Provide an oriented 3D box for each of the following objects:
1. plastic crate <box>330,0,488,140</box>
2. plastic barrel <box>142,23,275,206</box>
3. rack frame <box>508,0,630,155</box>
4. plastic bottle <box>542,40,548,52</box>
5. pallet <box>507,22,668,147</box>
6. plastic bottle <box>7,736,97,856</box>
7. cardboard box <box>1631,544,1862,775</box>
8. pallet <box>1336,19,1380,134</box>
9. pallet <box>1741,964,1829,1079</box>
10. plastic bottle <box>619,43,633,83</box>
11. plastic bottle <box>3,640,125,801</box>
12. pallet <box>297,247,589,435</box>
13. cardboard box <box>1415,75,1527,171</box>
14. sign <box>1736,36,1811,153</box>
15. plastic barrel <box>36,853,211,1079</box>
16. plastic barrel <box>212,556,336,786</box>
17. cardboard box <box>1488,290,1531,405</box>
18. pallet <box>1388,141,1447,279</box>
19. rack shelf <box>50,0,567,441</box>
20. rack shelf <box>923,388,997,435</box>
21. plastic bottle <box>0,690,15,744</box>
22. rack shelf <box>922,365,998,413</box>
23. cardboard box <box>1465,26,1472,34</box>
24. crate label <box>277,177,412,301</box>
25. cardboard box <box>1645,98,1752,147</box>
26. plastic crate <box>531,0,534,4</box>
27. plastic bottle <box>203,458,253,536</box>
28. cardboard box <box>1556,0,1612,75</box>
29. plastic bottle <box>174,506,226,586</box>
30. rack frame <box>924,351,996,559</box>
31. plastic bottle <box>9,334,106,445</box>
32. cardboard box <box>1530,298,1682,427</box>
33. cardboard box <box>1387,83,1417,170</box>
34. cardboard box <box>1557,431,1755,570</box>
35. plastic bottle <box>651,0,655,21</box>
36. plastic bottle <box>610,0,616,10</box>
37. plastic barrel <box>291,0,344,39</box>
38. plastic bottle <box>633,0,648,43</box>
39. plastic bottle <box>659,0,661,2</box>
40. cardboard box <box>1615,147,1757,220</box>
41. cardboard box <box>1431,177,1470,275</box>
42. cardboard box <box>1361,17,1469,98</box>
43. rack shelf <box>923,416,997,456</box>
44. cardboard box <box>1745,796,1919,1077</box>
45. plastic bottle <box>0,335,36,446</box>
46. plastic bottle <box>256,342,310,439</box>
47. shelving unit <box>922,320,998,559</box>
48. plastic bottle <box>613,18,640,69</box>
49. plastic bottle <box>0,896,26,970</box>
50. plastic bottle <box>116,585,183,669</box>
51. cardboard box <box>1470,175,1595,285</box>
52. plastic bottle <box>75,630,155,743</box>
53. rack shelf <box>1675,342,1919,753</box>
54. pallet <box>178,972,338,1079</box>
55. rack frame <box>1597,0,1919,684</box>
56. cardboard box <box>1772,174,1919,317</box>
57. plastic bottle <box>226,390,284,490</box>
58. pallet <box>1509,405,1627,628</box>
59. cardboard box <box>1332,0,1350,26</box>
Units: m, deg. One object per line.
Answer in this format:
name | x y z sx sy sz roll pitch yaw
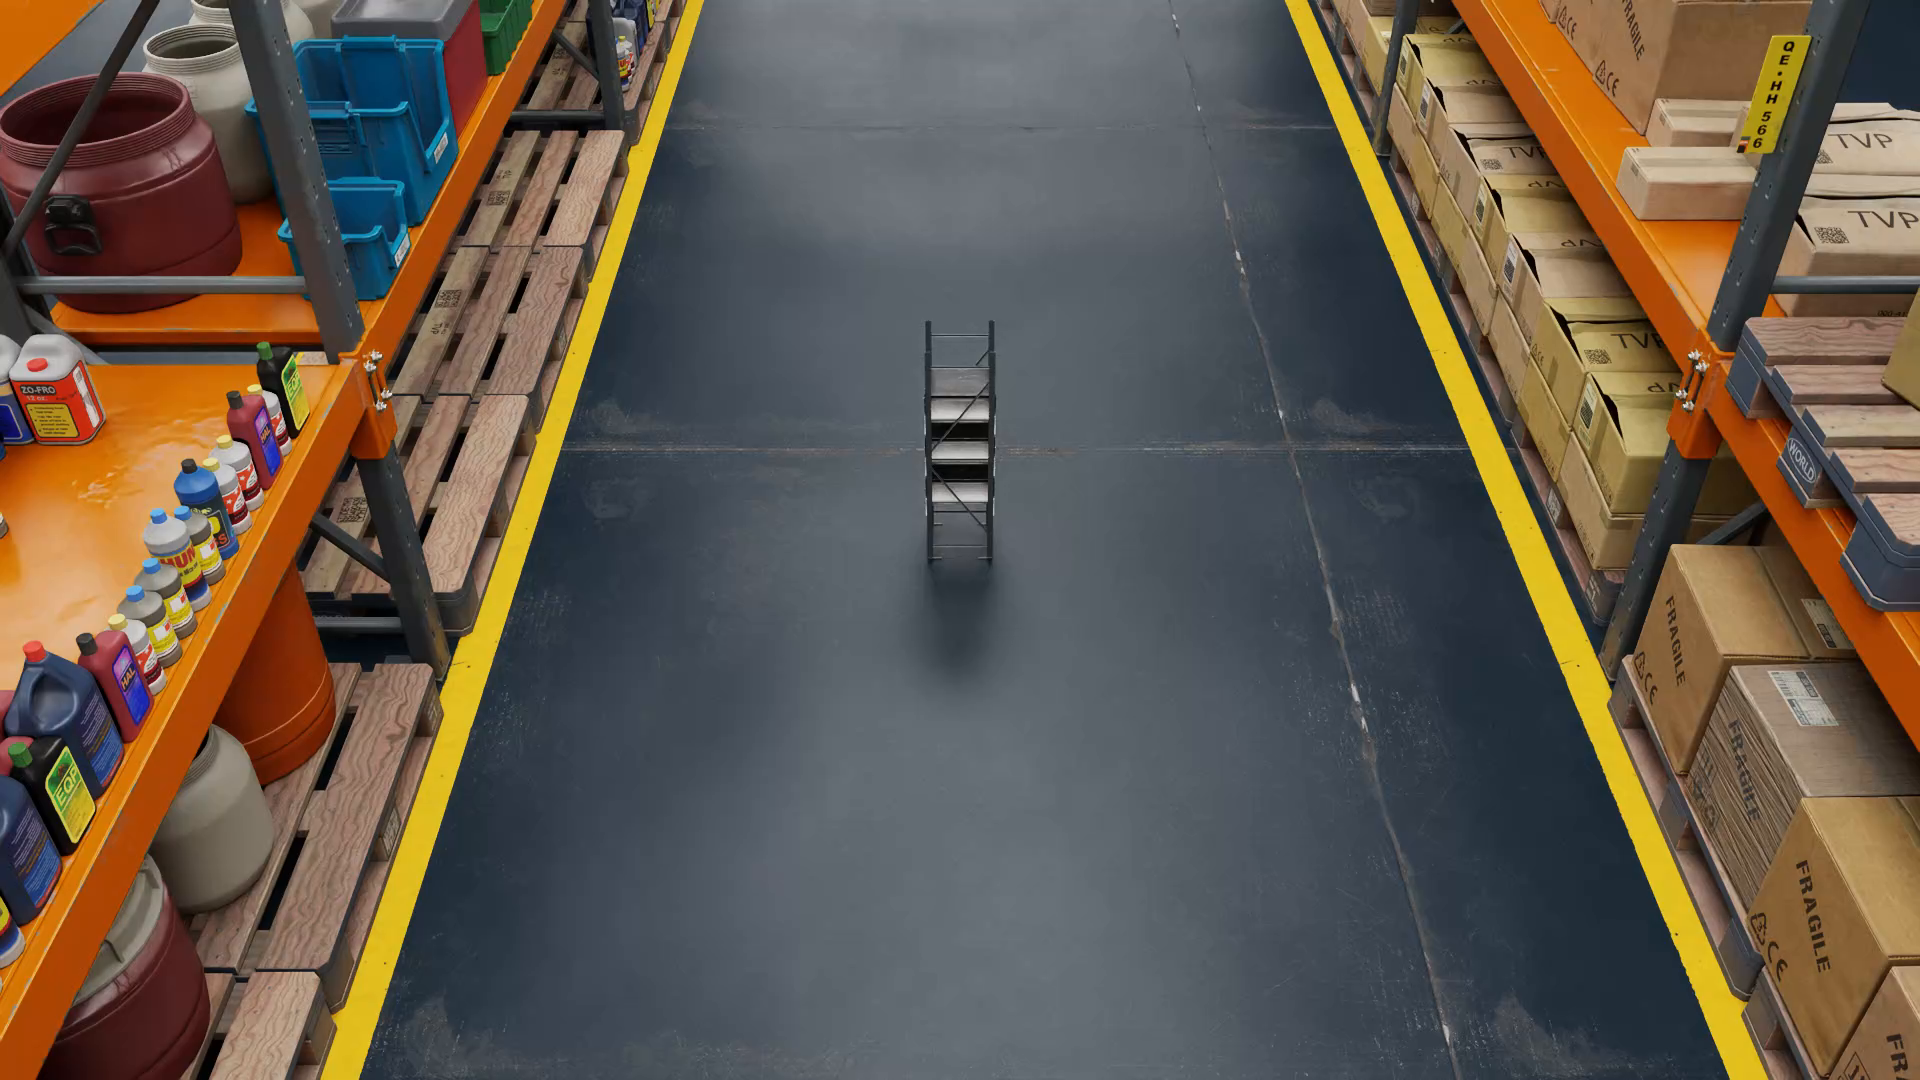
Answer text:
plastic crate | -1.949 -1.757 5.993 0.402 0.464 0.583 0 39 0
plastic barrel | -2.468 -1.408 5.519 0.421 0.512 0.421 0 39 0
rack frame | -2.258 -3.223 7.873 1.000 3.000 0.127 0 39 0
plastic bottle | -2.399 -2.870 9.259 0.152 0.276 0.135 0 39 0
pallet | -2.217 -2.555 9.269 1.003 0.211 1.213 0 39 0
plastic bottle | -1.825 0.491 3.333 0.061 0.283 0.133 0 39 0
cardboard box | 2.415 0.366 5.042 0.500 0.500 0.500 2 39 2
pallet | 2.736 -2.633 9.367 1.003 0.211 1.213 0 39 0
pallet | 2.661 1.593 4.093 1.003 0.211 1.213 0 39 0
plastic bottle | -1.820 -2.566 8.939 0.097 0.201 0.097 0 39 0
plastic bottle | -1.867 0.365 3.436 0.144 0.351 0.185 0 39 0
pallet | -2.214 -0.879 7.178 1.003 0.211 1.213 0 39 0
cardboard box | 2.442 -1.962 7.714 0.500 0.311 0.500 0 39 -1
sign | 2.145 -1.172 4.388 0.100 0.325 0.005 0 39 0
plastic barrel | -2.235 1.068 4.111 0.600 0.588 0.708 0 39 0
plastic barrel | -2.236 0.267 4.917 0.600 0.830 0.708 0 39 0
cardboard box | 2.454 -0.779 6.687 0.500 0.250 0.500 1 39 1
pallet | 2.735 -1.675 8.172 1.003 0.211 1.213 0 39 0
rack shelf | -2.256 -1.691 6.537 1.077 0.370 4.000 0 39 0
rack shelf | 0.000 -0.461 5.871 0.258 0.077 0.200 0 39 0
plastic bottle | -1.969 0.407 3.437 0.061 0.283 0.133 0 39 0
rack shelf | 0.000 -0.531 5.814 0.258 0.077 0.200 0 39 0
cardboard box | 2.998 -2.605 8.965 0.500 0.250 0.500 0 39 0
crate label | -1.879 -0.920 5.133 0.303 0.233 0.416 0 39 0
cardboard box | 2.642 -1.422 5.827 0.380 0.149 0.250 3 39 3
plastic crate | -1.946 -2.527 7.017 0.392 0.384 0.575 0 39 0
plastic bottle | -1.844 -0.114 4.152 0.097 0.201 0.097 0 39 0
cardboard box | 2.681 -2.140 6.442 0.500 0.500 0.500 0 39 0
plastic bottle | -1.844 0.008 4.000 0.097 0.201 0.097 0 39 0
rack frame | 0.000 -0.282 5.883 0.240 0.900 0.006 0 39 0
plastic bottle | -2.424 -0.402 4.453 0.152 0.276 0.135 0 39 0
cardboard box | 2.446 -0.685 6.120 0.500 0.311 0.500 -1 39 -1
cardboard box | 2.448 -2.063 8.288 0.500 0.250 0.500 -1 39 -1
cardboard box | 2.455 -0.142 5.892 0.500 0.250 0.500 1 39 1
plastic bottle | -1.821 -3.103 9.609 0.097 0.201 0.097 0 39 0
plastic bottle | -1.965 -2.926 9.332 0.097 0.271 0.097 0 39 0
plastic barrel | -2.475 -1.948 6.174 0.433 0.535 0.433 0 39 0
plastic bottle | -1.844 -2.984 9.341 0.144 0.351 0.185 -2 39 -2
plastic bottle | -1.845 -3.366 9.818 0.144 0.351 0.185 1 39 2
cardboard box | 2.423 -1.187 5.533 0.380 0.149 0.250 0 39 0
cardboard box | 2.451 -1.419 7.485 0.500 0.250 0.500 -1 39 -1
cardboard box | 2.476 -2.605 8.965 0.500 0.250 0.500 0 39 0
rack shelf | 0.000 -0.390 5.927 0.258 0.077 0.200 0 39 0
cardboard box | 2.416 1.007 4.242 0.500 0.500 0.500 -1 39 -1
plastic bottle | -2.576 -0.402 4.452 0.152 0.276 0.135 0 39 0
plastic bottle | -1.826 -0.423 4.473 0.061 0.283 0.133 0 39 0
shelving unit | 0.000 -0.346 5.962 0.258 0.900 0.210 0 39 0
plastic bottle | -1.848 -2.733 9.088 0.152 0.276 0.135 1 39 2
plastic bottle | -1.843 0.683 3.102 0.097 0.271 0.097 0 39 0
plastic bottle | -1.844 0.190 3.773 0.097 0.201 0.097 0 39 0
cardboard box | 2.450 -1.314 6.905 0.500 0.311 0.500 1 39 1
plastic bottle | -1.825 0.291 3.581 0.061 0.283 0.133 0 39 0
rack shelf | 2.702 0.809 3.417 1.077 0.370 4.000 0 39 0
pallet | -2.212 1.621 4.059 1.003 0.211 1.213 0 39 0
rack frame | 2.700 -0.723 4.753 1.000 3.000 0.127 0 39 0
cardboard box | 2.743 -0.915 5.065 0.500 0.311 0.500 2 39 3
plastic bottle | -1.826 -0.279 4.293 0.061 0.283 0.133 0 39 0
pallet | 2.738 -0.149 6.268 1.003 0.211 1.213 0 39 0
cardboard box | 2.470 -3.230 9.745 0.500 0.250 0.500 0 39 0
